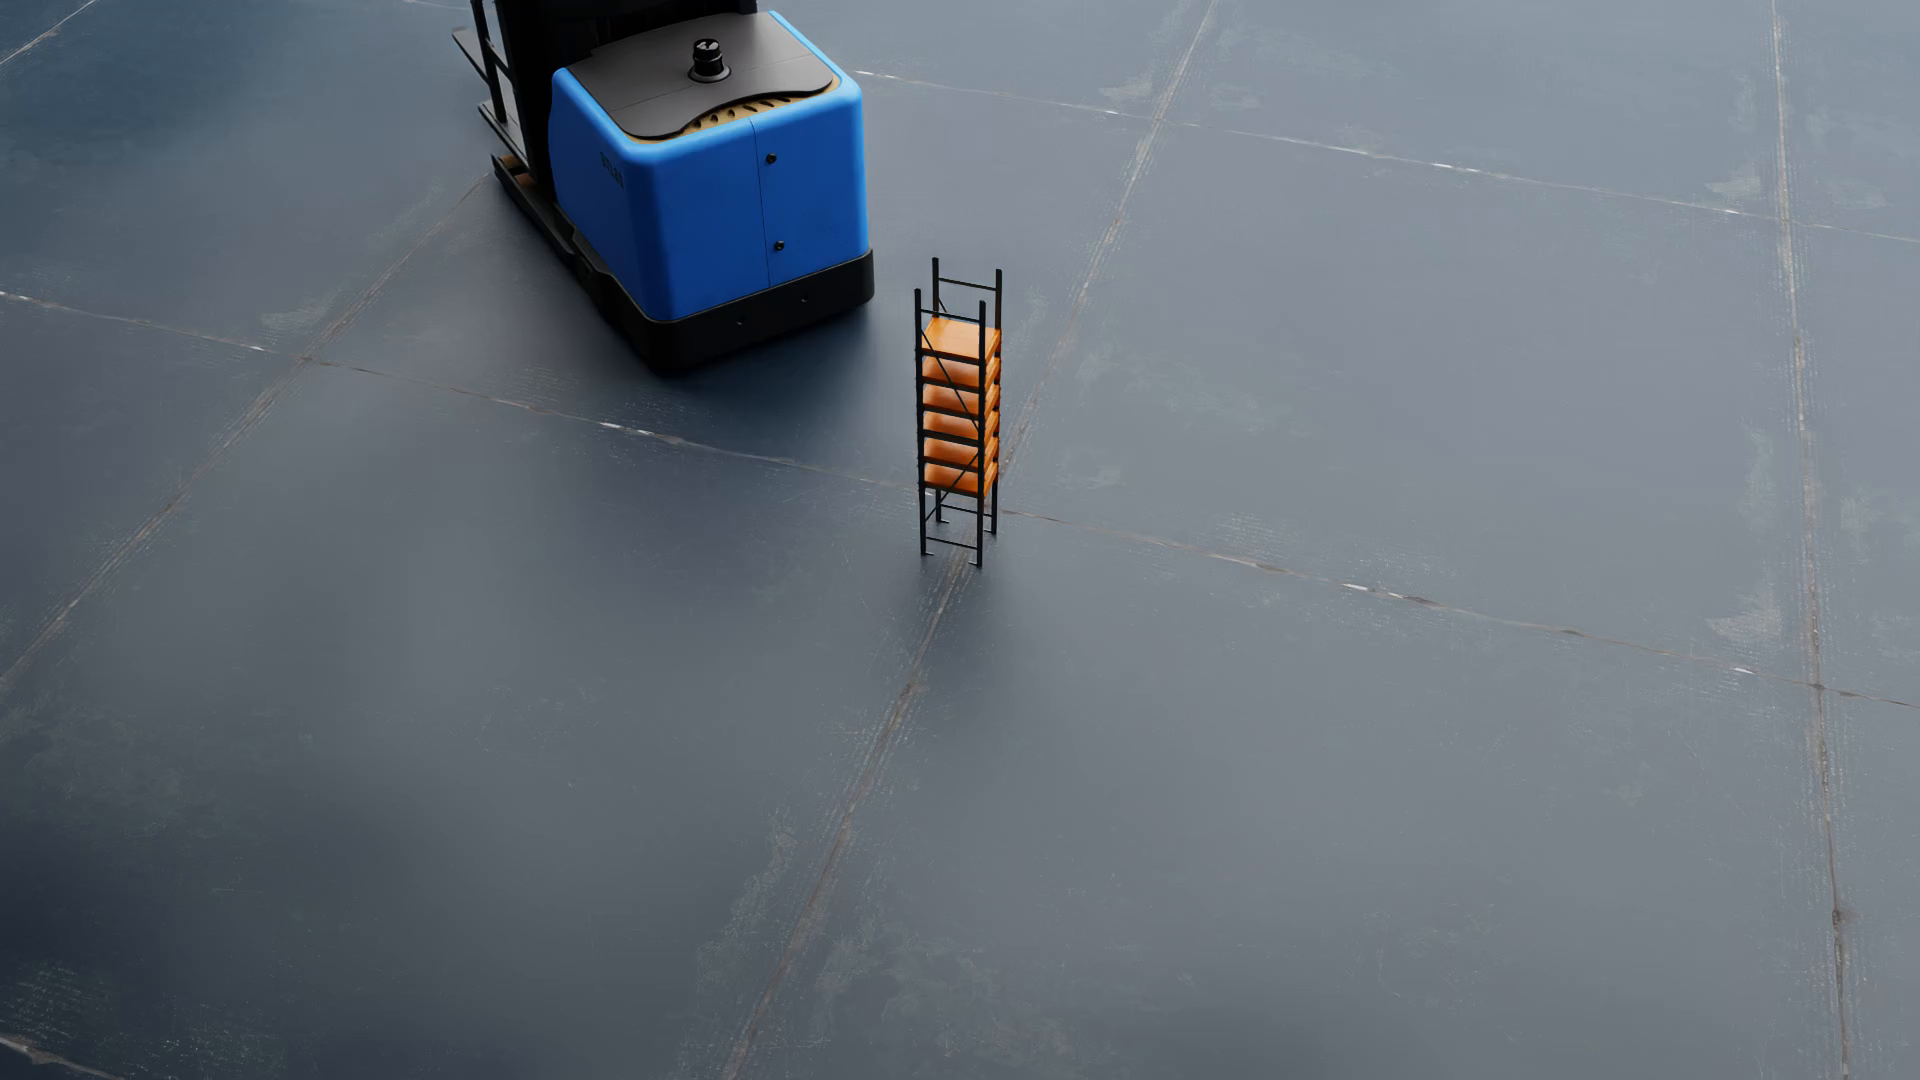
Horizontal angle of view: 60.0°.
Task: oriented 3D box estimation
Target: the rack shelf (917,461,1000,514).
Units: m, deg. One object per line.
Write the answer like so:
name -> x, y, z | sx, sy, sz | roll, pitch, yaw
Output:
rack shelf -> -0.004, -0.216, 6.019 | 0.258, 0.103, 0.180 | 13, 46, 13

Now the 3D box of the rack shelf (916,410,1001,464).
rack shelf -> -0.004, -0.387, 5.852 | 0.258, 0.103, 0.180 | 13, 46, 13

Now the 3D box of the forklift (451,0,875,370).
forklift -> -1.569, -2.765, 6.980 | 1.130, 2.935, 3.031 | -23, 49, -22

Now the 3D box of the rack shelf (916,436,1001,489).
rack shelf -> -0.004, -0.302, 5.936 | 0.258, 0.103, 0.180 | 13, 46, 13

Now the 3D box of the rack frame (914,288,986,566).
rack frame -> -0.032, -0.358, 5.758 | 0.240, 1.200, 0.006 | 13, 46, 13

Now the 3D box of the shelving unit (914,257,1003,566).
shelving unit -> -0.004, -0.419, 5.820 | 0.258, 1.200, 0.189 | 13, 46, 13

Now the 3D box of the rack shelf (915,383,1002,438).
rack shelf -> -0.004, -0.473, 5.768 | 0.258, 0.103, 0.180 | 13, 46, 13

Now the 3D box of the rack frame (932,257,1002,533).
rack frame -> 0.023, -0.480, 5.883 | 0.240, 1.200, 0.006 | 13, 46, 13

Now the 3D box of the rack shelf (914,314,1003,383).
rack shelf -> -0.004, -0.645, 5.600 | 0.258, 0.103, 0.180 | 13, 46, 13

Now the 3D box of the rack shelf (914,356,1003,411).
rack shelf -> -0.004, -0.559, 5.684 | 0.258, 0.103, 0.180 | 13, 46, 13
